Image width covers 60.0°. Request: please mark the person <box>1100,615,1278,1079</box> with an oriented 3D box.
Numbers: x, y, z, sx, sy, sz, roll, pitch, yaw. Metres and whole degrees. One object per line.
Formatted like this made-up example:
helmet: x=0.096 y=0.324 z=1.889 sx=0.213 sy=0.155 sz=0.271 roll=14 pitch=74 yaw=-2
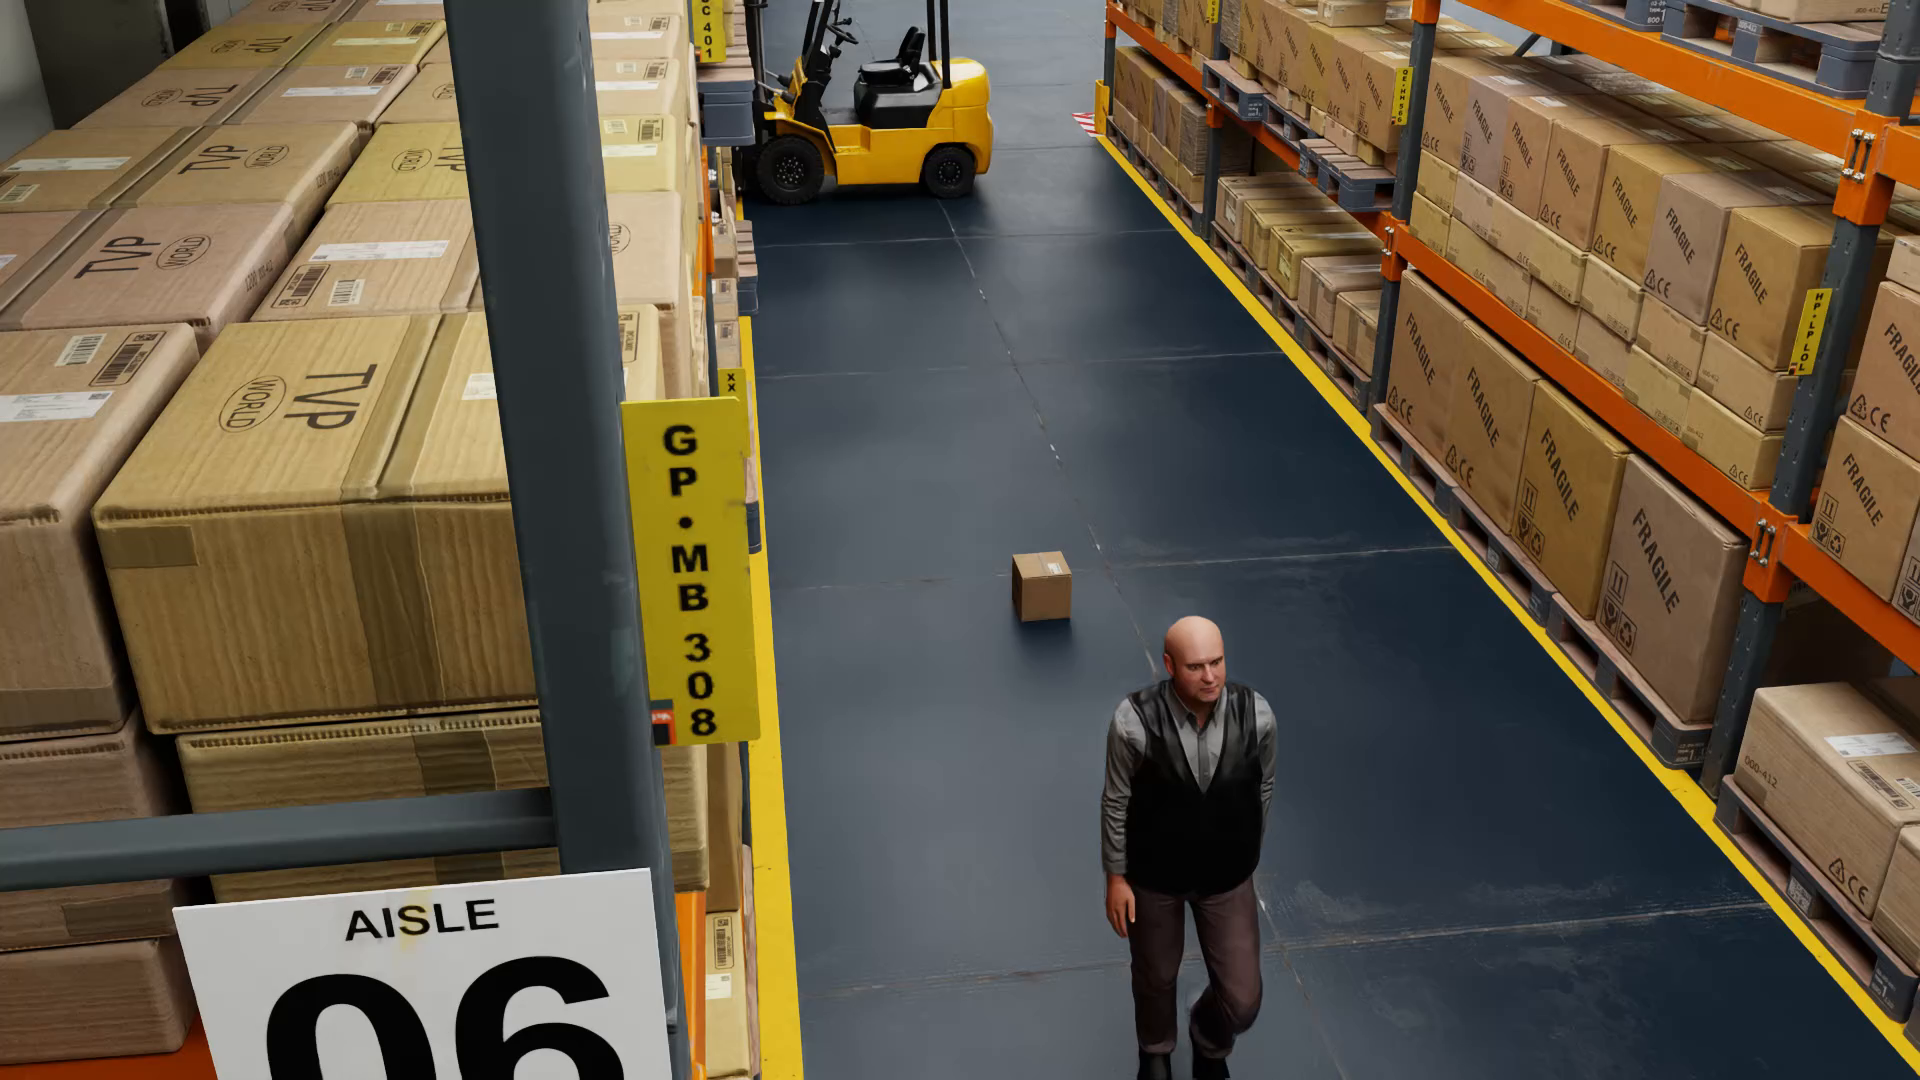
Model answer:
person: x=0.692 y=1.051 z=5.062 sx=0.539 sy=1.748 sz=0.472 roll=-1 pitch=27 yaw=-1
